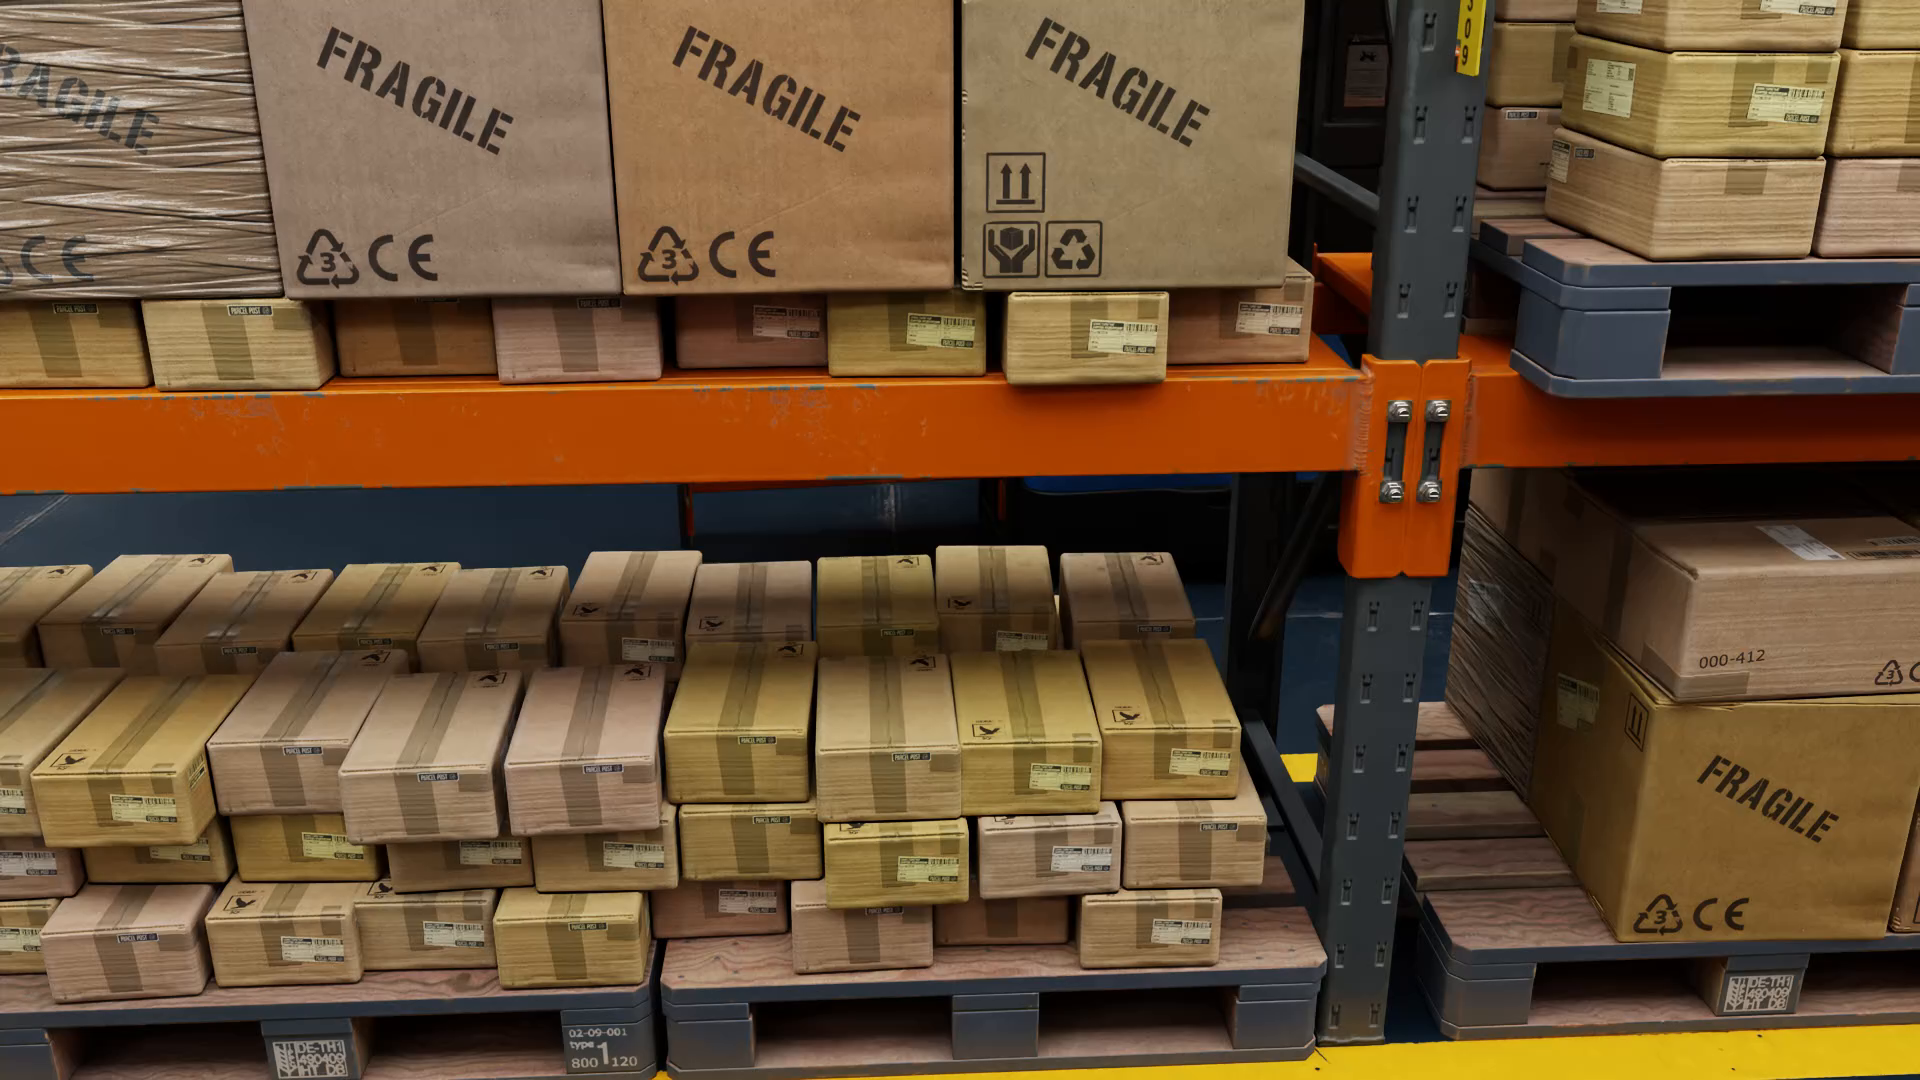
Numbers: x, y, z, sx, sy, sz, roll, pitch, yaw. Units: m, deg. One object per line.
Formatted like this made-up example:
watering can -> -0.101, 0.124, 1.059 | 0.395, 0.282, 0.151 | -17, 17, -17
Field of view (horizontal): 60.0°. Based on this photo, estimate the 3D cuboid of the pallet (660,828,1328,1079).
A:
pallet -> 0.038, 0.701, 3.483 | 1.213, 0.211, 1.003 | -1, 21, -3

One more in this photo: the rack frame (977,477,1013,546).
rack frame -> 0.115, -0.514, 5.390 | 0.032, 1.125, 0.500 | -3, 21, -8

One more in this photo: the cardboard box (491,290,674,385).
cardboard box -> -0.615, -0.381, 2.760 | 0.250, 0.149, 0.380 | -2, 21, -5

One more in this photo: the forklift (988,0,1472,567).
forklift -> 1.625, -1.480, 5.389 | 3.031, 2.935, 1.130 | -3, 21, -8

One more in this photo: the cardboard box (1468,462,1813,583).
cardboard box -> 1.435, -0.112, 3.568 | 0.500, 0.250, 0.500 | -2, 21, -4

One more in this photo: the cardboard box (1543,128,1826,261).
cardboard box -> 1.126, -0.552, 2.618 | 0.250, 0.149, 0.380 | -2, 21, -6

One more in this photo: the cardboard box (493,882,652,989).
cardboard box -> -0.699, 0.658, 3.094 | 0.250, 0.149, 0.380 | -1, 21, -3

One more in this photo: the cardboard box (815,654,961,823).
cardboard box -> -0.135, 0.356, 3.050 | 0.250, 0.149, 0.380 | -1, 21, -4

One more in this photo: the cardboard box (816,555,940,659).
cardboard box -> -0.178, 0.170, 3.538 | 0.250, 0.149, 0.380 | -1, 21, -4

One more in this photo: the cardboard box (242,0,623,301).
cardboard box -> -0.776, -0.684, 2.644 | 0.500, 0.500, 0.500 | -1, 21, -3

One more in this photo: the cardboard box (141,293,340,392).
cardboard box -> -1.122, -0.365, 2.716 | 0.250, 0.149, 0.380 | -1, 21, -2

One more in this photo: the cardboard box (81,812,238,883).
cardboard box -> -1.443, 0.483, 3.136 | 0.250, 0.149, 0.380 | 0, 21, 0

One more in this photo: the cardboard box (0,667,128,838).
cardboard box -> -1.697, 0.376, 2.997 | 0.250, 0.149, 0.380 | 0, 21, -1

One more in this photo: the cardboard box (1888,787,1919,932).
cardboard box -> 1.987, 0.411, 3.248 | 0.500, 0.500, 0.500 | 0, 21, -1

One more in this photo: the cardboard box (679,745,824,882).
cardboard box -> -0.382, 0.480, 3.143 | 0.250, 0.149, 0.380 | -1, 21, -3

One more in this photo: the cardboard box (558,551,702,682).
cardboard box -> -0.695, 0.160, 3.566 | 0.250, 0.149, 0.380 | -1, 21, -2

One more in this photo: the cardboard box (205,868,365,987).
cardboard box -> -1.202, 0.656, 3.099 | 0.250, 0.149, 0.380 | -1, 21, -3

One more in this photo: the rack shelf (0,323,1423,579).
rack shelf -> -1.291, -0.252, 3.077 | 4.000, 0.370, 1.077 | -1, 21, -3

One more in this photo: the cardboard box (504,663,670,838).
cardboard box -> -0.664, 0.372, 3.008 | 0.250, 0.149, 0.380 | -2, 21, -6

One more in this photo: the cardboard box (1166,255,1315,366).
cardboard box -> 0.434, -0.422, 2.867 | 0.250, 0.149, 0.380 | -1, 21, -4

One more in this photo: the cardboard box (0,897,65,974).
cardboard box -> -1.731, 0.645, 3.128 | 0.250, 0.149, 0.380 | -1, 21, -3

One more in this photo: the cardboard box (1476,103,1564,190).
cardboard box -> 1.091, -0.786, 3.232 | 0.250, 0.149, 0.380 | -2, 21, -4

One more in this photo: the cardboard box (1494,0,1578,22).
cardboard box -> 1.096, -1.063, 3.123 | 0.250, 0.149, 0.380 | 0, 21, -1

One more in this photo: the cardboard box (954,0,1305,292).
cardboard box -> 0.239, -0.704, 2.696 | 0.500, 0.500, 0.500 | -1, 21, -3

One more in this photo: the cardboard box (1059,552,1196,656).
cardboard box -> 0.350, 0.163, 3.557 | 0.250, 0.149, 0.380 | 0, 21, -1

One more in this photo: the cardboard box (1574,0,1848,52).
cardboard box -> 1.126, -0.830, 2.512 | 0.250, 0.149, 0.380 | 0, 21, 0

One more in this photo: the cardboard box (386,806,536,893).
cardboard box -> -0.904, 0.490, 3.116 | 0.250, 0.149, 0.380 | -2, 21, -6

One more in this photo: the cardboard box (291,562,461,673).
cardboard box -> -1.211, 0.186, 3.498 | 0.250, 0.149, 0.380 | -1, 21, -3

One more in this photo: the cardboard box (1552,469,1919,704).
cardboard box -> 1.459, 0.072, 3.085 | 0.500, 0.250, 0.500 | -2, 21, -5

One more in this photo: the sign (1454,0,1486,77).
sign -> 0.745, -0.840, 2.396 | 0.005, 0.325, 0.100 | -1, 21, -3

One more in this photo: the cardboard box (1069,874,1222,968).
cardboard box -> 0.334, 0.637, 3.149 | 0.250, 0.149, 0.380 | -1, 21, -2

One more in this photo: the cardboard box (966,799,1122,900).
cardboard box -> 0.140, 0.498, 3.096 | 0.250, 0.149, 0.380 | -2, 21, -6

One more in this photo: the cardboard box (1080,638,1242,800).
cardboard box -> 0.366, 0.329, 3.121 | 0.250, 0.149, 0.380 | -1, 21, -2

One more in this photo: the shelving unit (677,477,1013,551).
shelving unit -> -0.388, -0.486, 5.317 | 1.048, 1.125, 0.538 | -3, 21, -8

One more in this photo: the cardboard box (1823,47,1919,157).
cardboard box -> 1.384, -0.697, 2.580 | 0.250, 0.149, 0.380 | -2, 21, -4

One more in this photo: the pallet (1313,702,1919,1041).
pallet -> 1.483, 0.658, 3.595 | 1.213, 0.211, 1.003 | -1, 21, -3

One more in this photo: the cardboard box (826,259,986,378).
cardboard box -> -0.087, -0.394, 2.793 | 0.250, 0.149, 0.380 | 0, 21, -1

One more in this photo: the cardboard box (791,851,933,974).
cardboard box -> -0.190, 0.641, 3.139 | 0.250, 0.149, 0.380 | -2, 21, -5

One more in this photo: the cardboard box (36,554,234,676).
cardboard box -> -1.741, 0.167, 3.547 | 0.250, 0.149, 0.380 | 0, 21, -1

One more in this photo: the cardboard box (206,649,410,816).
cardboard box -> -1.186, 0.348, 3.071 | 0.250, 0.149, 0.380 | -1, 21, -3
